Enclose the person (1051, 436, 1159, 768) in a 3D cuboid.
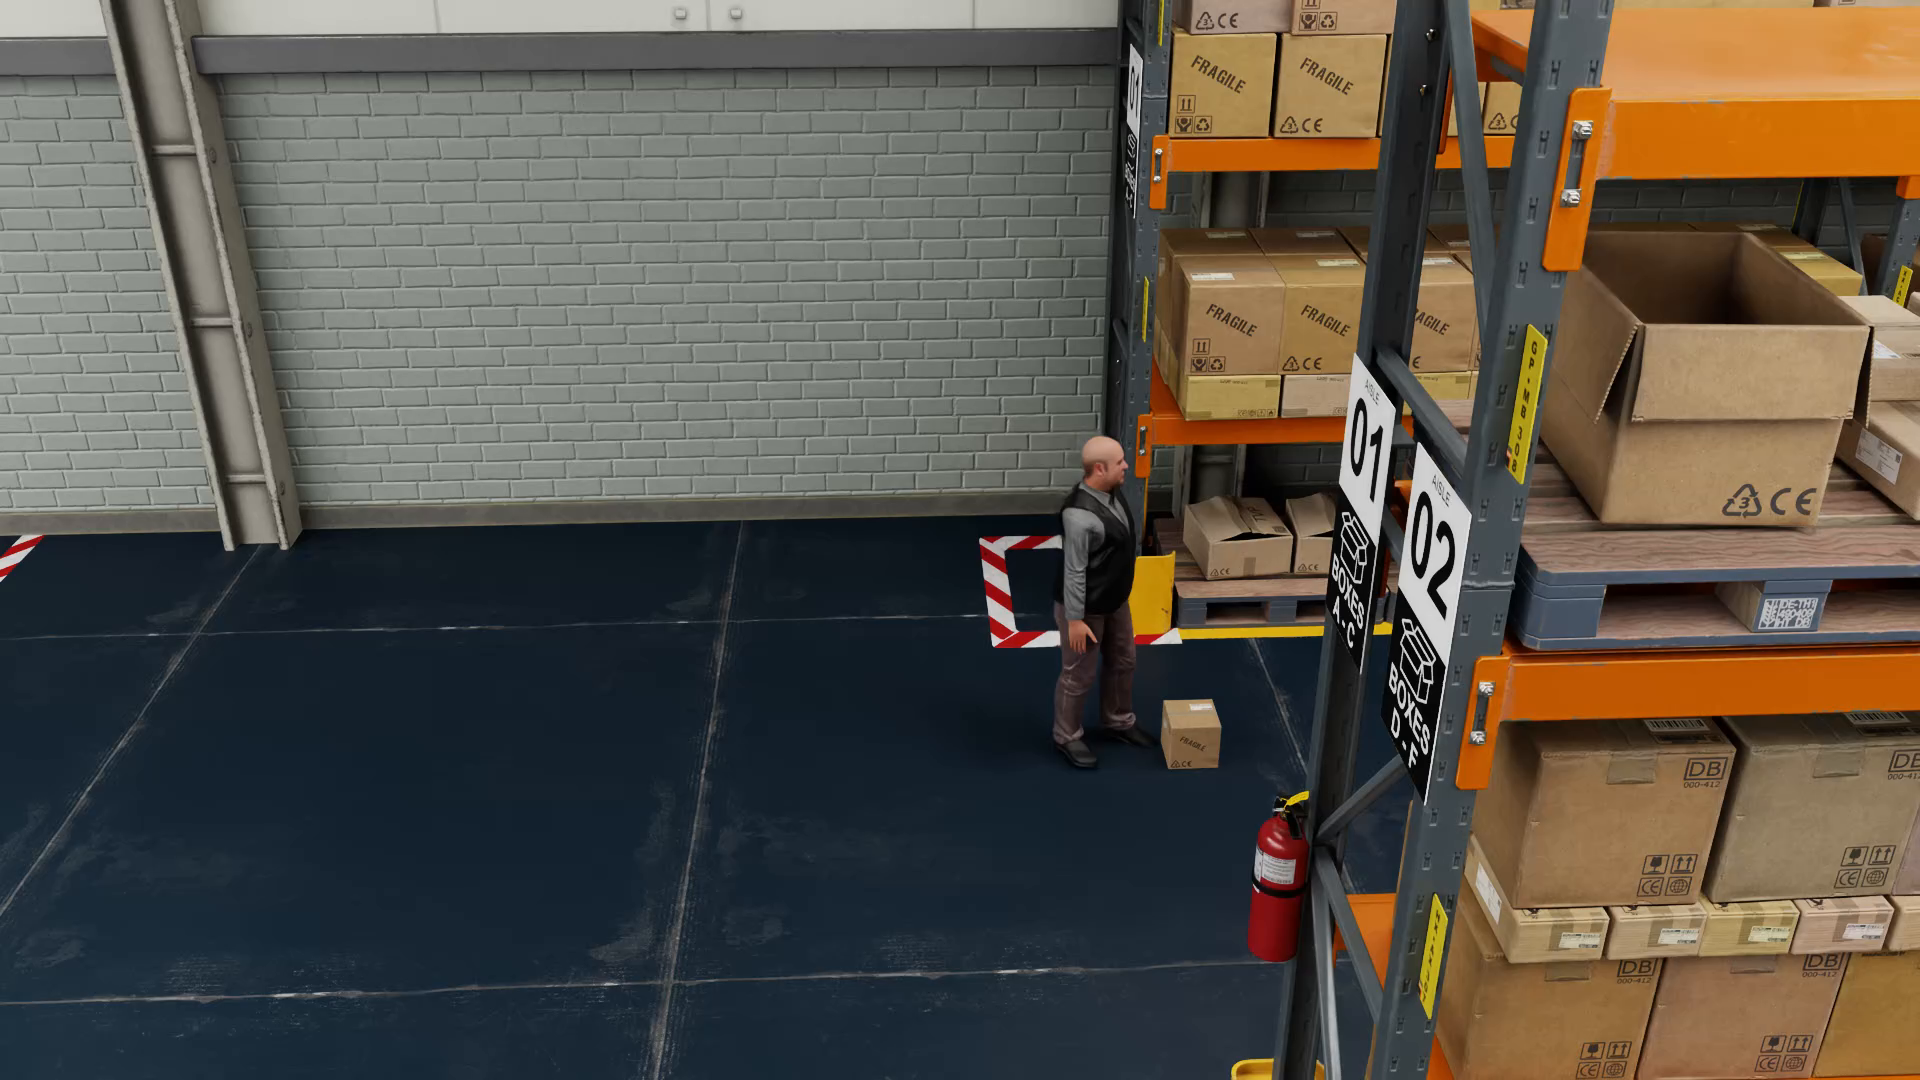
[{"bbox_3d":[0.696,0.334,8.023,0.496,1.758,0.583,13,30,24],"label":"person"}]
